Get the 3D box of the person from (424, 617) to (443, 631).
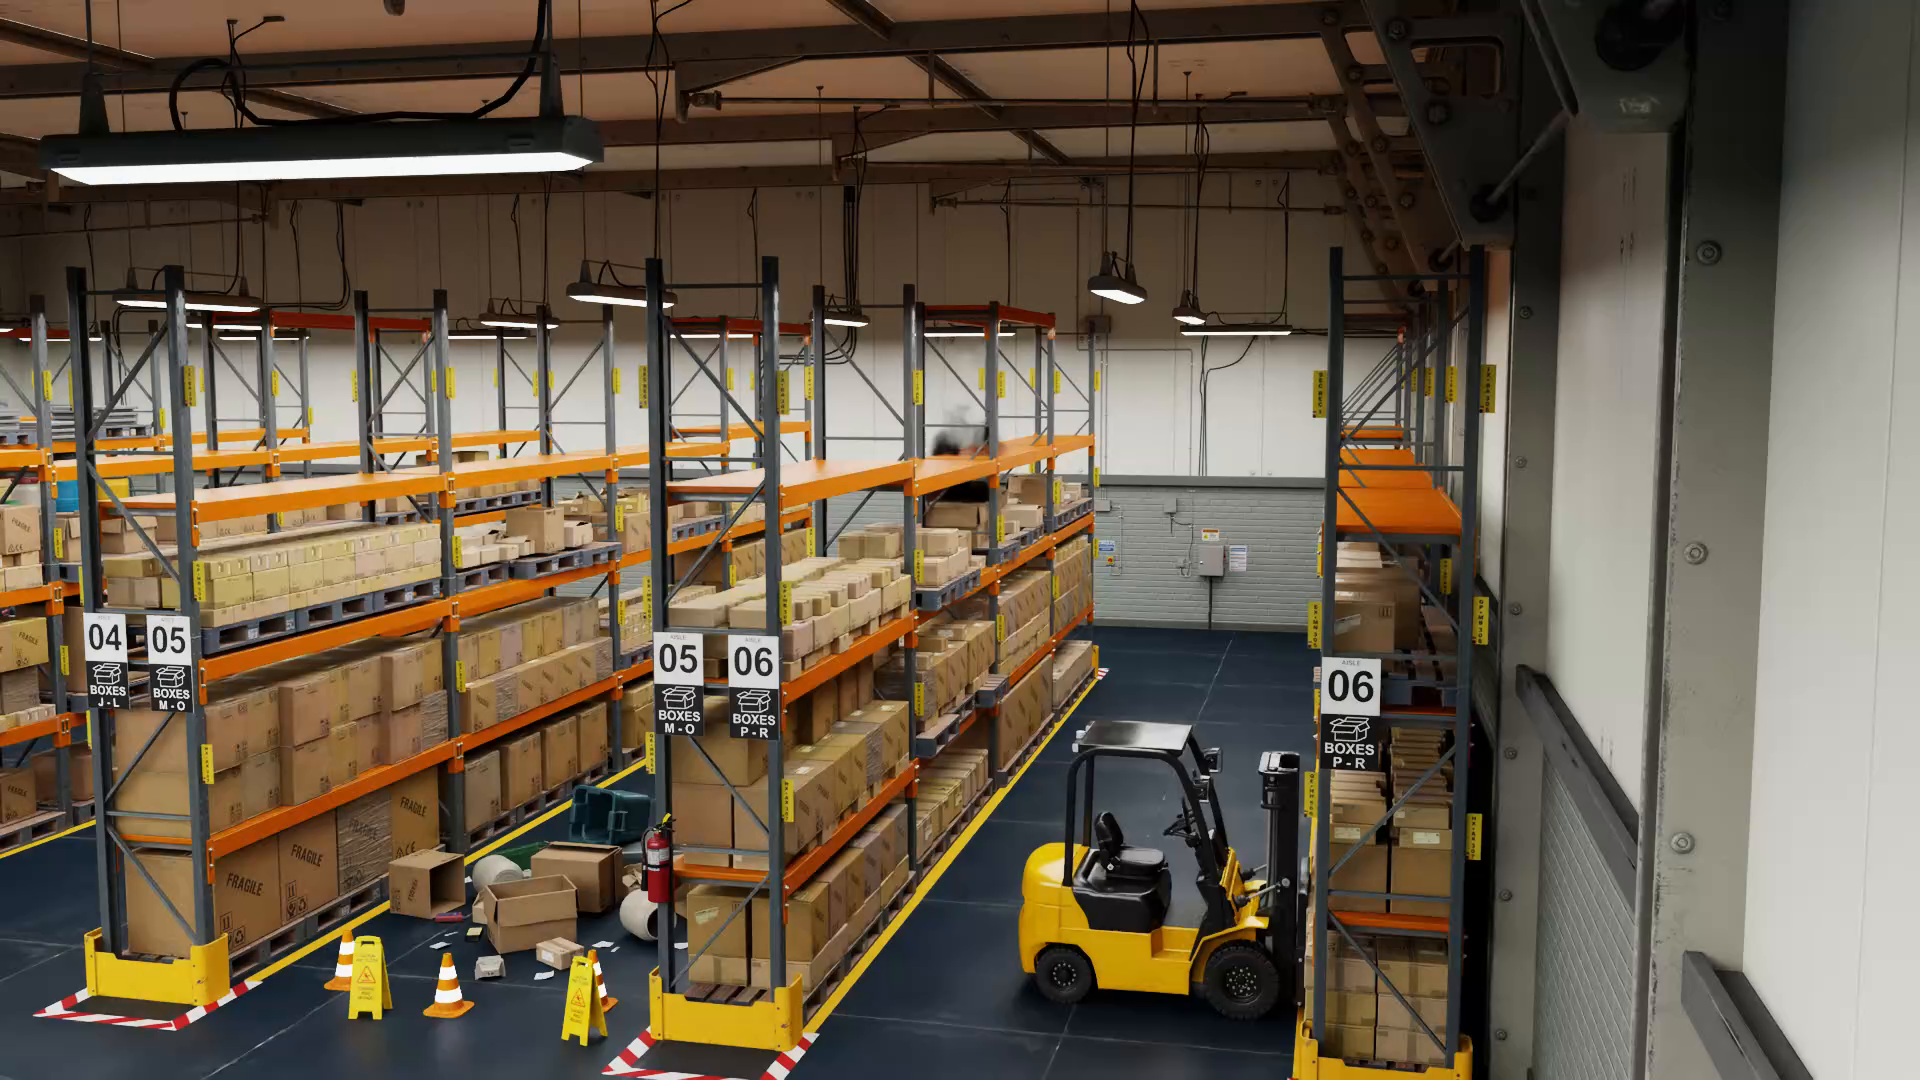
[{"bbox_3d":[-7.549,1.968,24.113,0.705,1.520,0.661,1,6,8],"label":"person"}]
